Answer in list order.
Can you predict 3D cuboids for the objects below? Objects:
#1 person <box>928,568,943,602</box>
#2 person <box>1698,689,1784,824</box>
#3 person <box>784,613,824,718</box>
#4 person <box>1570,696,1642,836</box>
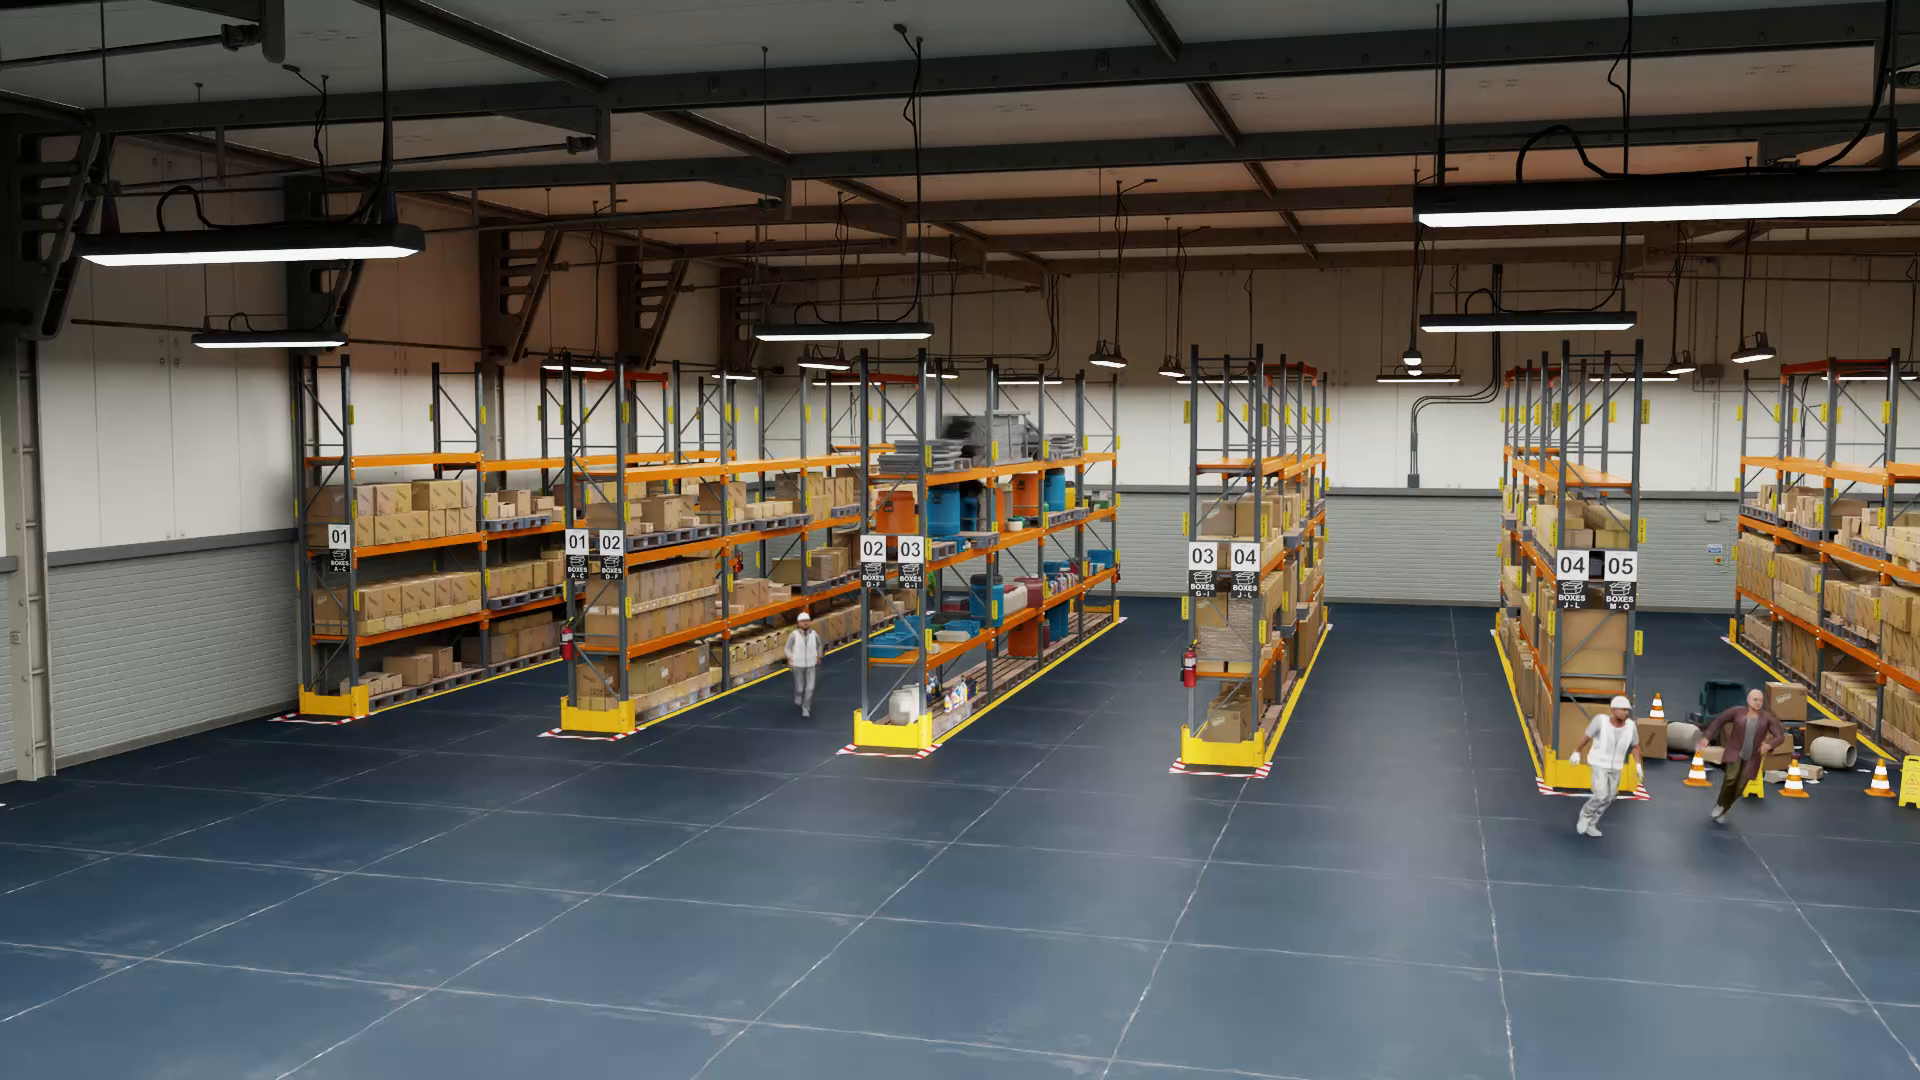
[{"bbox_3d":[-0.727,0.795,44.416,0.700,1.734,1.082,-1,4,-16],"label":"person"},{"bbox_3d":[9.561,2.656,20.301,0.881,1.691,0.757,1,4,11],"label":"person"},{"bbox_3d":[-2.602,2.068,27.757,0.670,1.728,0.695,-1,4,-13],"label":"person"},{"bbox_3d":[7.642,2.658,19.590,0.649,1.699,0.726,-1,4,-9],"label":"person"}]
